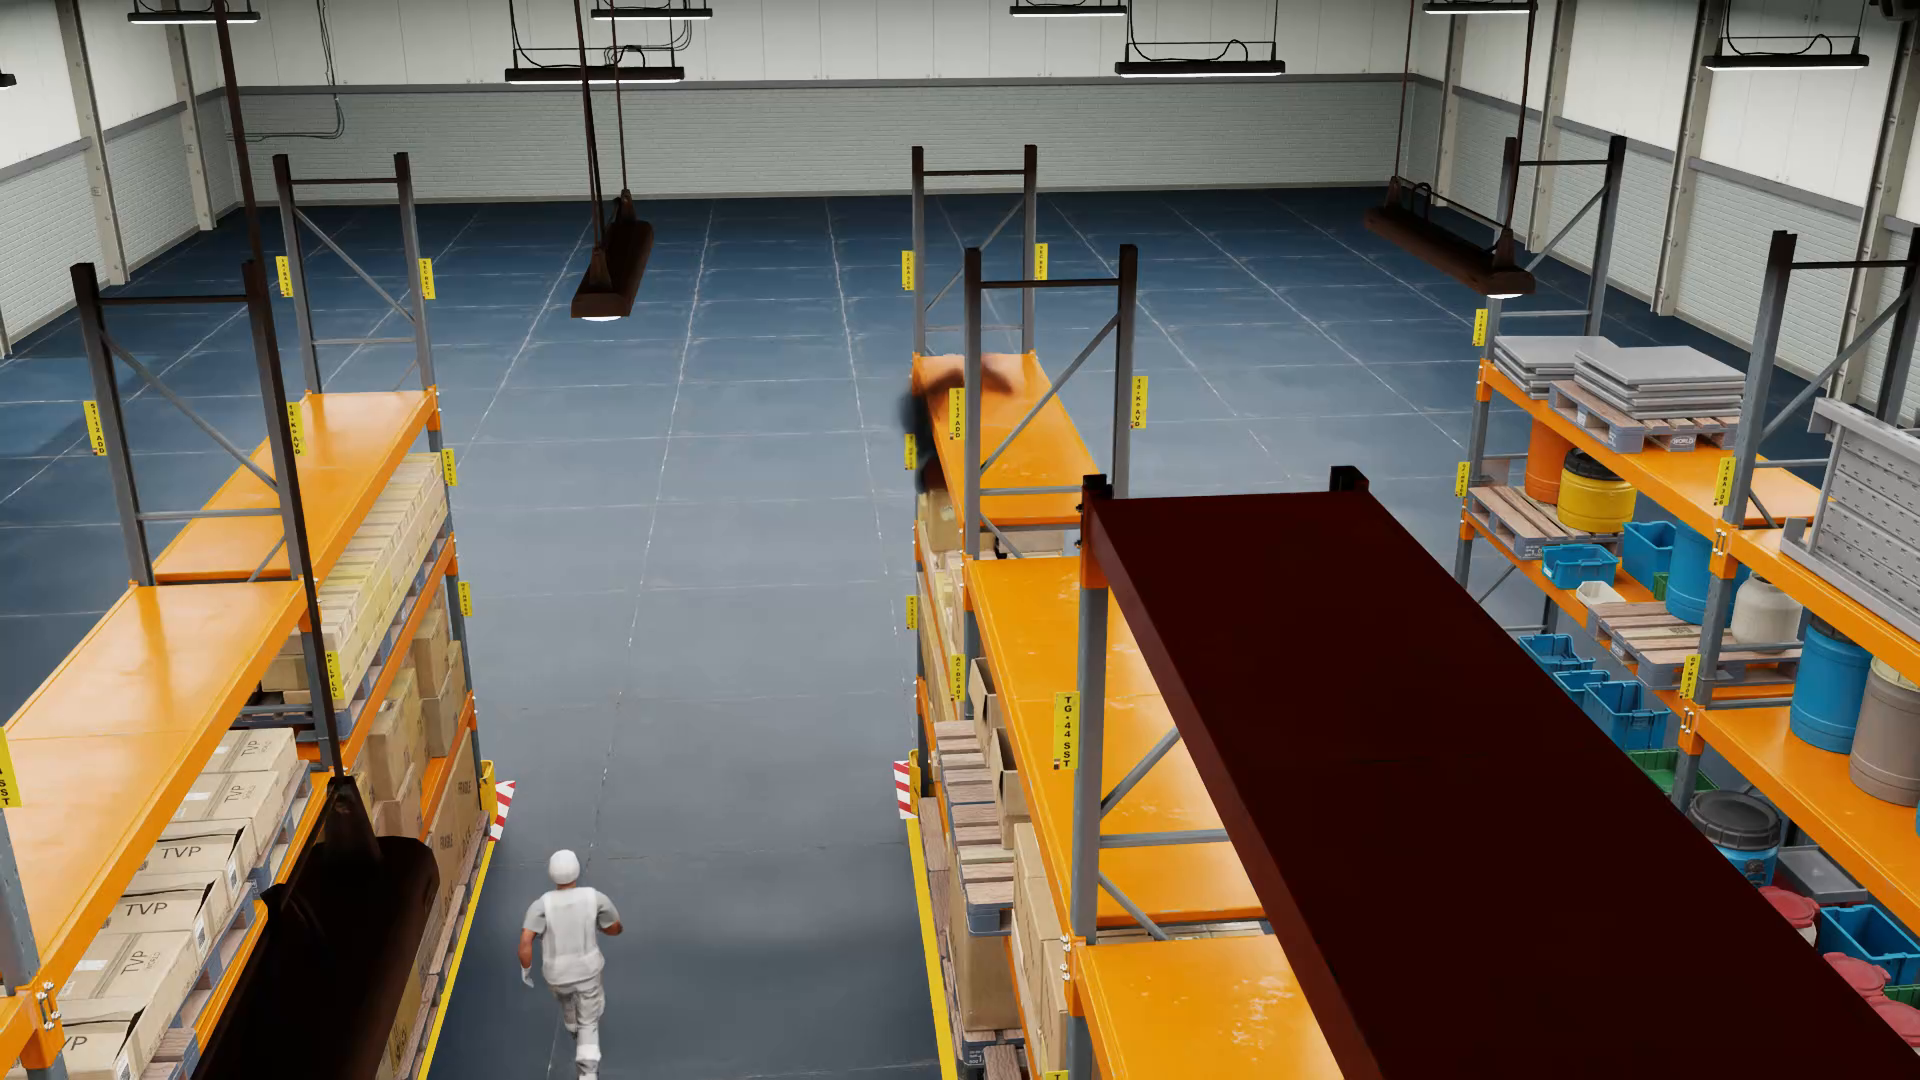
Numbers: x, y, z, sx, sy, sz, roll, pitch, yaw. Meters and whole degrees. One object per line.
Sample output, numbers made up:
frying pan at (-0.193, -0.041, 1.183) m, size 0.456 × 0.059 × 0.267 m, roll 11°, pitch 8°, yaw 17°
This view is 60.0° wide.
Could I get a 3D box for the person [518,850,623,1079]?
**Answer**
person at (-2.607, 2.954, 11.263) m, size 0.687 × 1.798 × 1.033 m, roll -5°, pitch 22°, yaw -13°
